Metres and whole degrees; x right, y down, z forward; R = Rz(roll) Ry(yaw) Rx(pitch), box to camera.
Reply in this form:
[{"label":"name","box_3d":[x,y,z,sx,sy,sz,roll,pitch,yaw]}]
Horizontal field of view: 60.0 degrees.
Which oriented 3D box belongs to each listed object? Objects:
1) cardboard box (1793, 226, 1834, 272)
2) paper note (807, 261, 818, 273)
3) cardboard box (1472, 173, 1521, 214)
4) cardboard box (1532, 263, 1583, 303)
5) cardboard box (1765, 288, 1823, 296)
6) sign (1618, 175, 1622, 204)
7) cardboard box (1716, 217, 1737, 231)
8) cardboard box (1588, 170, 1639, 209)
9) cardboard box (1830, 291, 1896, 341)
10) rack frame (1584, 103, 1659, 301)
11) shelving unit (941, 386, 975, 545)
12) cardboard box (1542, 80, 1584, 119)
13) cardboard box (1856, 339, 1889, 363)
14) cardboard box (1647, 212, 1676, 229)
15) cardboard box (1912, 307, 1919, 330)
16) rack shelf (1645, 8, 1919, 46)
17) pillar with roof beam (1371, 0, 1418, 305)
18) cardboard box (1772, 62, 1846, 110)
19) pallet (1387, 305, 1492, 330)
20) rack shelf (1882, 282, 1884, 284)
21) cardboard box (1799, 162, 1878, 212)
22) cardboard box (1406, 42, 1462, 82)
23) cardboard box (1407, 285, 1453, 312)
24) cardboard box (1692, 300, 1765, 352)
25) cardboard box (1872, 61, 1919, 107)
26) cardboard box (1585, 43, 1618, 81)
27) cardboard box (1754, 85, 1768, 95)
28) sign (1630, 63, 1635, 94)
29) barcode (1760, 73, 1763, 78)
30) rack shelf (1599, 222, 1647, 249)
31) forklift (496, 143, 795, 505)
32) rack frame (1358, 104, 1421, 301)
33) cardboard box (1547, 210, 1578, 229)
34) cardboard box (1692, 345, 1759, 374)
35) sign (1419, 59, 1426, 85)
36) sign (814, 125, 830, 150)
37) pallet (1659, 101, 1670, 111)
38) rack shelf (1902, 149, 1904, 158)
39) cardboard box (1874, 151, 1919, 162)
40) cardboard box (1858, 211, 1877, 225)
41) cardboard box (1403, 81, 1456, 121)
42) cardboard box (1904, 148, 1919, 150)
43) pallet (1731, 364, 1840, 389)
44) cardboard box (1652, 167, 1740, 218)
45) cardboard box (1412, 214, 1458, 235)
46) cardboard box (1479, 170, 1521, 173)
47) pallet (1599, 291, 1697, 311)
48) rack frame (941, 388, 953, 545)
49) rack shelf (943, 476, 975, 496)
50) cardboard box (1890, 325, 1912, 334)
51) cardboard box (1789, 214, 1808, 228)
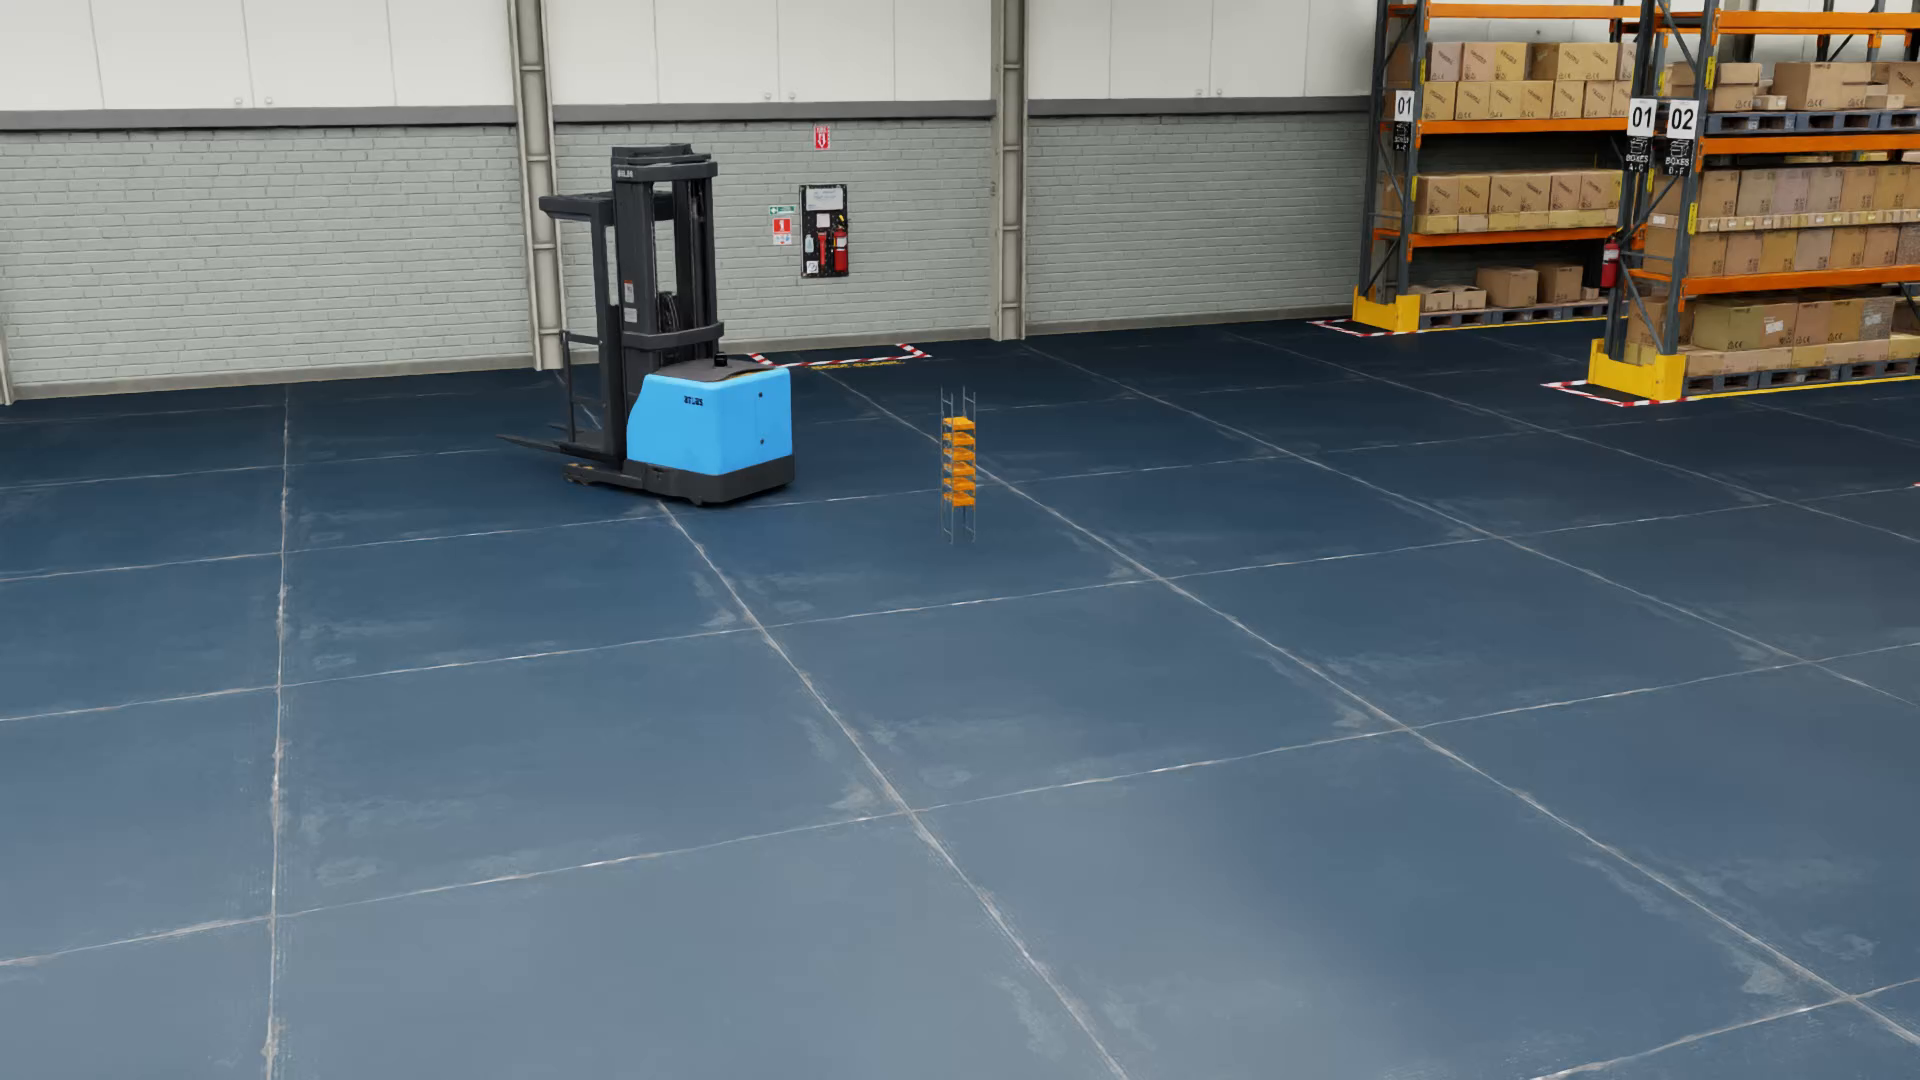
[{"label":"cardboard box","box_3d":[9.553,-3.392,19.147,0.500,0.500,0.700,-6,17,-18]},{"label":"paper note","box_3d":[-1.878,-3.478,21.182,0.142,0.148,0.016,-6,17,-20]},{"label":"cardboard box","box_3d":[7.395,-4.810,23.055,0.500,0.500,0.500,-7,18,-22]},{"label":"cardboard box","box_3d":[8.673,-3.746,24.187,0.500,0.500,0.500,-8,18,-24]},{"label":"cardboard box","box_3d":[9.925,-2.723,19.852,0.500,0.500,0.500,-6,17,-20]},{"label":"sign","box_3d":[7.487,-3.957,18.773,0.005,0.325,0.100,-6,17,-20]},{"label":"cardboard box","box_3d":[8.357,-3.513,18.408,0.250,0.149,0.380,-7,18,-22]},{"label":"cardboard box","box_3d":[9.297,-5.018,23.762,0.500,0.500,0.500,-6,17,-20]},{"label":"cardboard box","box_3d":[10.578,-2.637,19.558,0.500,0.500,0.500,-6,17,-20]},{"label":"rack frame","box_3d":[9.627,-4.849,24.289,0.127,3.000,1.000,-6,17,-20]},{"label":"shelving unit","box_3d":[-0.014,-0.574,12.924,0.189,1.200,0.258,-6,17,-20]},{"label":"cardboard box","box_3d":[8.264,-6.117,23.068,0.500,0.500,0.500,-7,18,-22]},{"label":"cardboard box","box_3d":[10.578,-2.277,19.662,0.500,0.250,0.500,-6,17,-20]},{"label":"cardboard box","box_3d":[7.957,-3.591,18.675,0.250,0.149,0.380,-6,18,-21]},{"label":"cardboard box","box_3d":[11.879,-2.674,20.019,0.500,0.311,0.500,-6,17,-20]},{"label":"rack shelf","box_3d":[9.536,-5.686,18.477,4.000,0.370,1.077,-6,17,-20]},{"label":"pillar with roof beam","box_3d":[7.777,-6.490,19.228,0.400,9.000,9.100,-6,17,-20]},{"label":"cardboard box","box_3d":[9.317,-4.995,18.288,0.500,0.500,0.500,-6,17,-20]},{"label":"pallet","box_3d":[6.735,-3.189,23.581,1.213,0.211,1.003,-6,17,-20]},{"label":"rack shelf","box_3d":[13.271,-3.403,20.640,4.000,0.370,1.077,-6,17,-20]},{"label":"cardboard box","box_3d":[10.052,-4.069,19.151,0.500,0.500,0.700,-6,17,-20]},{"label":"cardboard box","box_3d":[6.339,-6.398,22.250,0.500,0.500,0.500,-8,18,-24]},{"label":"cardboard box","box_3d":[6.571,-3.413,23.389,0.500,0.311,0.500,-8,18,-26]},{"label":"cardboard box","box_3d":[8.715,-2.432,18.859,0.500,0.500,0.500,-6,17,-20]},{"label":"cardboard box","box_3d":[10.839,-5.321,19.399,0.500,0.500,0.500,-5,17,-16]},{"label":"cardboard box","box_3d":[8.746,-6.646,23.094,0.500,0.500,0.500,-5,17,-17]},{"label":"cardboard box","box_3d":[8.649,-4.965,18.629,0.500,0.250,0.500,-6,17,-20]},{"label":"sign","box_3d":[7.487,-5.113,18.433,0.005,0.325,0.100,-6,17,-20]},{"label":"barcode","box_3d":[12.148,-7.042,25.226,0.075,0.075,0.001,-6,17,-20]},{"label":"rack shelf","box_3d":[11.495,-4.706,25.077,4.000,0.370,1.077,-6,17,-20]},{"label":"forklift","box_3d":[-2.947,-2.004,14.720,3.031,2.935,1.130,11,20,34]},{"label":"rack frame","box_3d":[5.892,-4.446,22.915,0.127,3.000,1.000,-6,17,-20]},{"label":"cardboard box","box_3d":[8.361,-4.557,23.523,0.500,0.250,0.500,-6,17,-20]},{"label":"cardboard box","box_3d":[8.714,-2.072,18.966,0.500,0.250,0.500,-6,17,-20]},{"label":"sign","box_3d":[6.087,-6.162,21.883,0.005,0.325,0.100,-6,17,-20]},{"label":"sign","box_3d":[-1.731,-5.038,20.816,0.199,0.298,0.001,-6,17,-20]},{"label":"pallet","box_3d":[10.242,-6.233,24.009,1.003,0.211,1.213,-6,17,-20]},{"label":"rack shelf","box_3d":[13.271,-4.842,20.217,4.000,0.370,1.077,-6,17,-20]},{"label":"cardboard box","box_3d":[14.380,-5.845,25.607,0.500,0.250,0.500,-6,18,-21]},{"label":"cardboard box","box_3d":[10.275,-3.720,19.113,0.250,0.149,0.380,-6,17,-20]},{"label":"cardboard box","box_3d":[6.294,-5.911,22.366,0.500,0.500,0.500,-6,17,-19]},{"label":"cardboard box","box_3d":[15.134,-6.080,26.409,0.500,0.250,0.500,-7,18,-21]},{"label":"pallet","box_3d":[9.505,-2.015,19.586,1.213,0.211,1.003,-6,17,-20]},{"label":"cardboard box","box_3d":[8.158,-3.863,18.448,0.500,0.500,0.700,-6,17,-20]},{"label":"cardboard box","box_3d":[6.462,-4.349,22.817,0.500,0.250,0.500,-7,18,-22]},{"label":"cardboard box","box_3d":[7.681,-4.999,23.698,0.500,0.500,0.500,-6,17,-19]},{"label":"pallet","box_3d":[10.354,-3.590,24.950,1.213,0.211,1.003,-6,17,-20]},{"label":"rack frame","box_3d":[-0.099,-0.565,12.893,0.006,1.200,0.240,-6,17,-20]},{"label":"rack shelf","box_3d":[-0.014,-0.416,12.971,0.180,0.103,0.258,-6,17,-20]},{"label":"cardboard box","box_3d":[11.687,-2.547,20.582,0.500,0.250,0.500,-6,18,-21]},{"label":"cardboard box","box_3d":[9.314,-3.616,18.758,0.250,0.149,0.380,-6,18,-21]}]
